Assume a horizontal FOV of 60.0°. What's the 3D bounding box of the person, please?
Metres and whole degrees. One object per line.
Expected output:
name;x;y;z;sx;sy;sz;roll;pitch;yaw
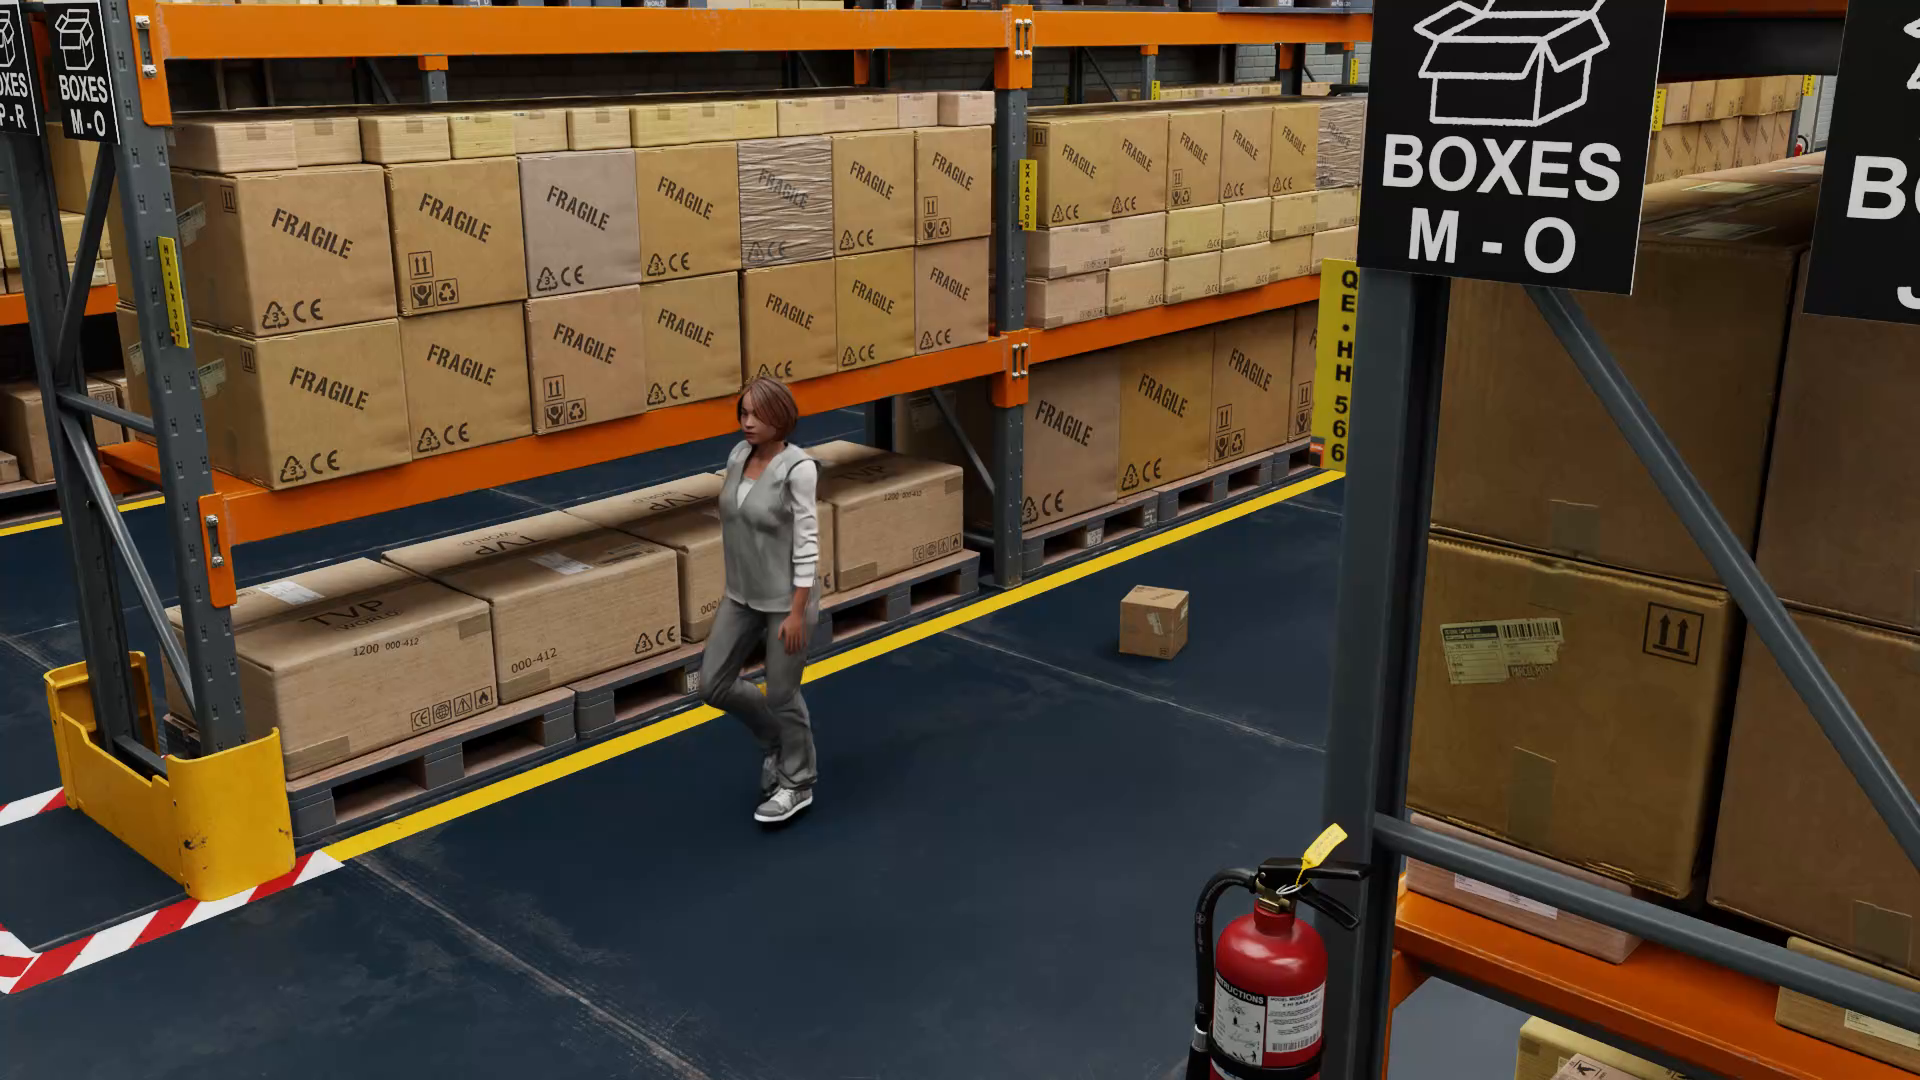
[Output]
person;-0.666;0.218;5.757;0.449;1.592;0.422;12;21;34
